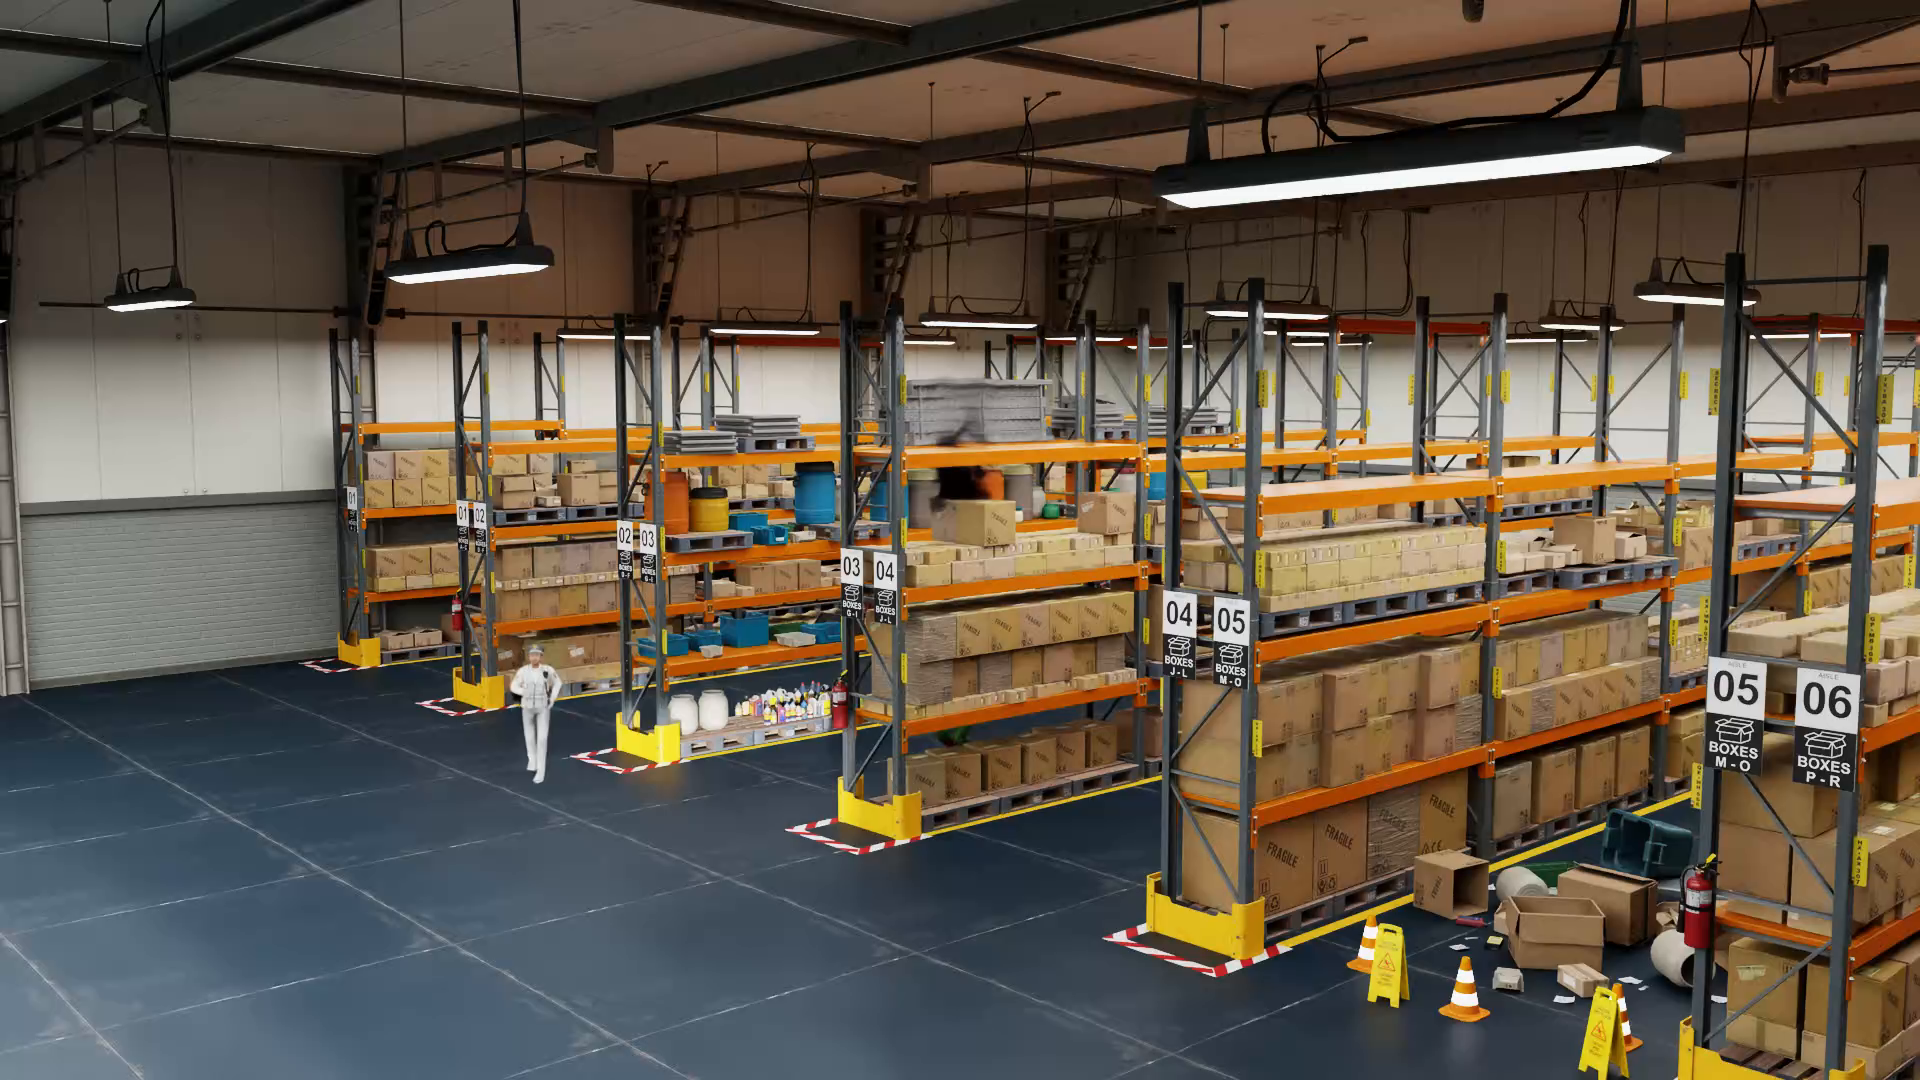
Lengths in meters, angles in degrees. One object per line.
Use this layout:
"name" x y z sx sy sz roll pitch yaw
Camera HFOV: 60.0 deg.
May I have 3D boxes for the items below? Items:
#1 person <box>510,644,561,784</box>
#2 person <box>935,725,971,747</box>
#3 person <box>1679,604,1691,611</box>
"person" -5.468 2.195 21.406 0.617 1.736 0.780 0 6 -5
"person" -0.056 2.155 21.495 0.633 1.740 0.619 5 7 40
"person" 11.071 1.814 25.432 0.694 1.703 0.758 5 7 41
